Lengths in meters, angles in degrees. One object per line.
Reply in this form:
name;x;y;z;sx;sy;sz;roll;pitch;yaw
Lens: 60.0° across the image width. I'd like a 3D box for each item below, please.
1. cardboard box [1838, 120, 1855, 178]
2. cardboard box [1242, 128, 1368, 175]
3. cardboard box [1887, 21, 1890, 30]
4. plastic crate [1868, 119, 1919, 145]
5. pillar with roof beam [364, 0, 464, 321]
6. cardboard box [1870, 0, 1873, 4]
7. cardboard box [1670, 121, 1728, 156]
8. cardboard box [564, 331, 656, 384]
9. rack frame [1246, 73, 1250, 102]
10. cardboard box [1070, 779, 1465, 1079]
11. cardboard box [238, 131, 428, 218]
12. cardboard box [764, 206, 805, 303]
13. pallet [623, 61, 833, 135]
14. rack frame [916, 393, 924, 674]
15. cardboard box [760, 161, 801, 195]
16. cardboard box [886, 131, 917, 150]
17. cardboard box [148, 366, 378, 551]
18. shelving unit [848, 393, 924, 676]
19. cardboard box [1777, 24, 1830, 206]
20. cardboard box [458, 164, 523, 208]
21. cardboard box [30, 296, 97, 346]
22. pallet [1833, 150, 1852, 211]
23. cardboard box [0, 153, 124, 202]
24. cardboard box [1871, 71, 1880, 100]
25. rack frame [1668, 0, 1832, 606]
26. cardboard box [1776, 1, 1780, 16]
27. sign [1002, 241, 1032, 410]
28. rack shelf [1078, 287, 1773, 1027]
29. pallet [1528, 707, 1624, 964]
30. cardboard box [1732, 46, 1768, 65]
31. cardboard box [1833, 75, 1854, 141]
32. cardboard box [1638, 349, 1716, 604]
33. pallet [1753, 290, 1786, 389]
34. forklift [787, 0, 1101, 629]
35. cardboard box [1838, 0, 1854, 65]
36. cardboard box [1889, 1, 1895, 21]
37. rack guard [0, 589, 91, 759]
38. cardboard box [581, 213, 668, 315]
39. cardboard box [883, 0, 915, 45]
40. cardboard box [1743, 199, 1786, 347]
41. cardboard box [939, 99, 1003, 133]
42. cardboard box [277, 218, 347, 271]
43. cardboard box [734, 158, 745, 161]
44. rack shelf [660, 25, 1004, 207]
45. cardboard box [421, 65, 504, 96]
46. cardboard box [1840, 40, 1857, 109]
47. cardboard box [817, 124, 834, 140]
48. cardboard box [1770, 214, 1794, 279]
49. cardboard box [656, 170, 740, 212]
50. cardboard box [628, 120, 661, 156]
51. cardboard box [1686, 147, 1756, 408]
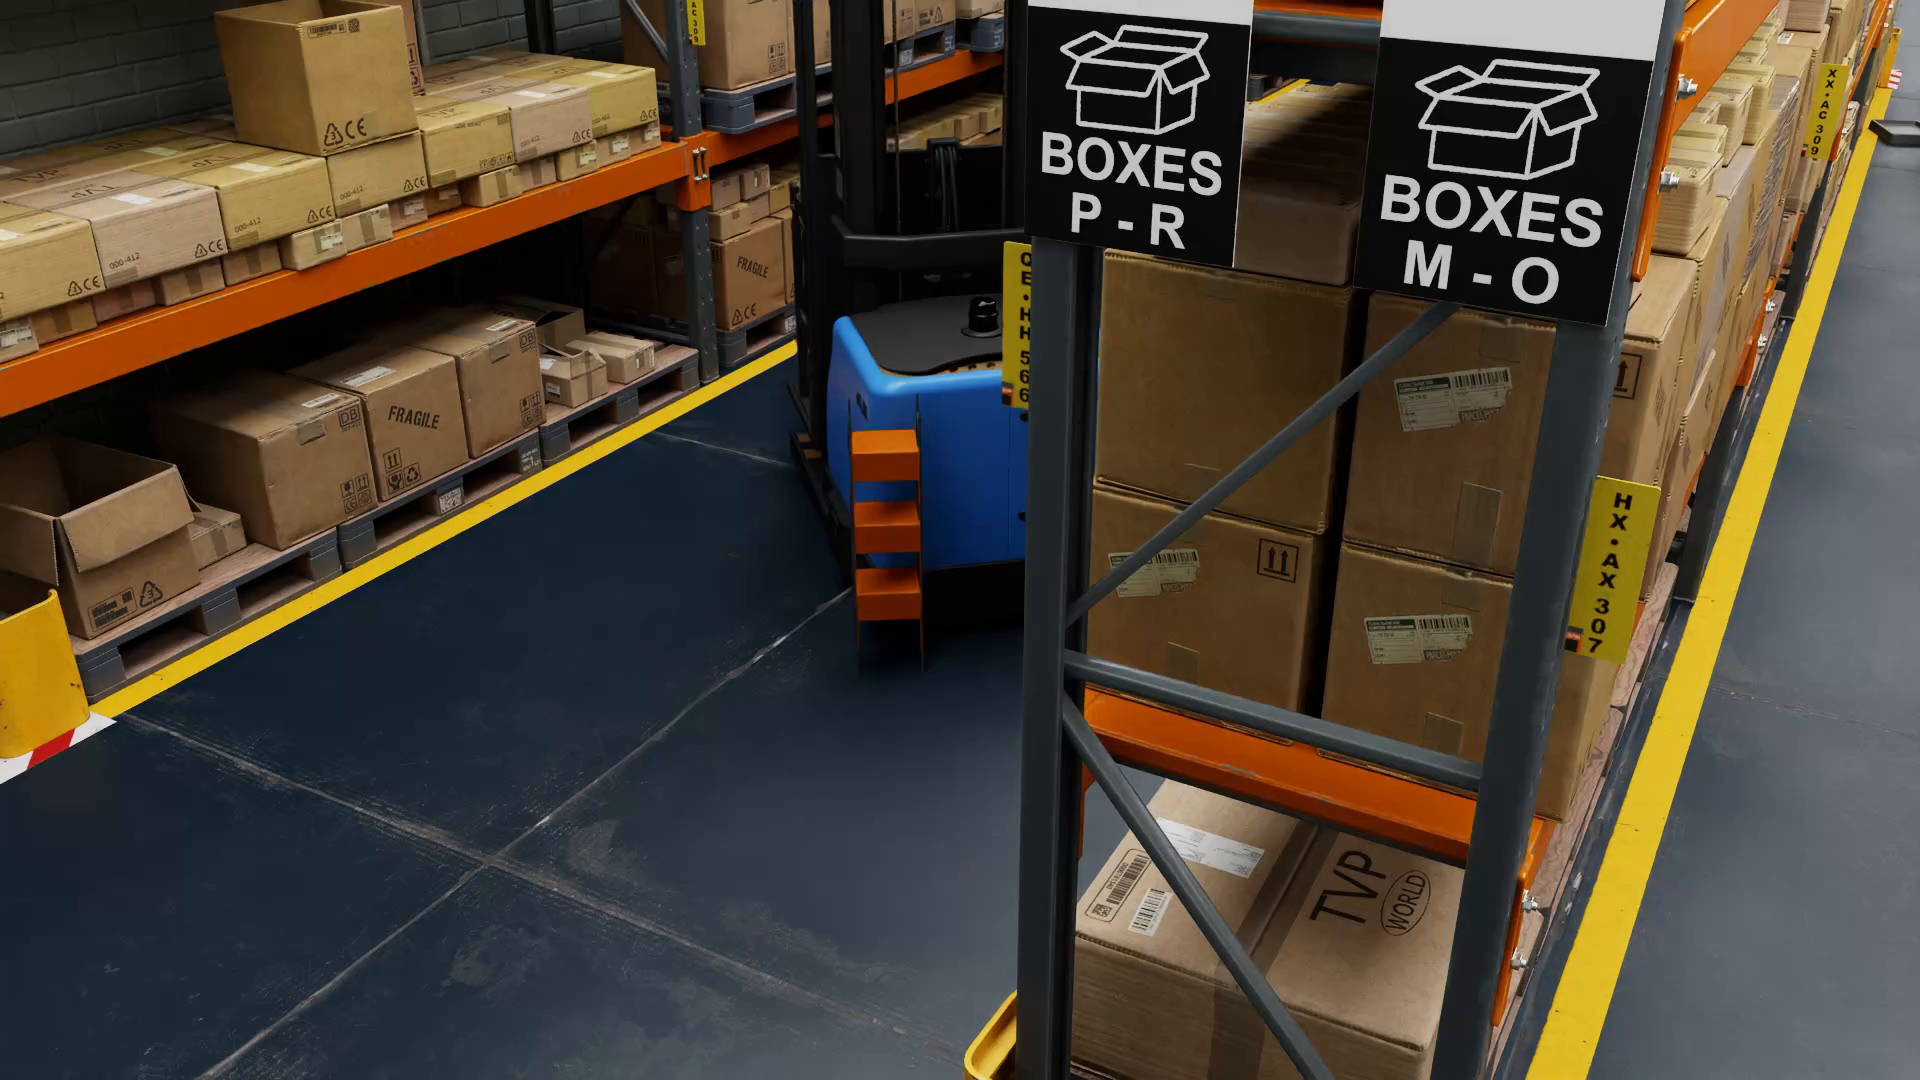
cardboard box;5.888;-2.853;12.065;0.950;0.372;0.625;16;31;29
cardboard box;0.698;-0.720;3.383;0.380;0.149;0.250;15;30;27
cardboard box;7.273;-4.001;13.657;0.500;0.500;0.500;16;31;28
plastic crate;7.981;-3.452;14.056;0.402;0.080;0.583;4;27;8
pillar with roof beam;0.857;-3.962;5.111;9.100;9.000;0.400;14;30;26
cardboard box;5.200;-3.462;9.901;0.500;0.500;0.500;16;31;29
cardboard box;1.415;-0.809;3.562;0.380;0.149;0.250;13;29;24
cardboard box;-1.783;-0.931;8.475;0.380;0.149;0.250;13;29;25
rack frame;2.171;-5.418;14.722;1.000;3.000;0.127;14;30;26
cardboard box;0.829;1.029;4.236;0.875;0.438;0.875;13;29;24
cardboard box;-2.547;-1.523;6.777;0.500;0.250;0.500;13;30;25
cardboard box;-1.077;-1.719;9.655;0.500;0.500;0.500;14;30;25
pallet;-1.276;-2.501;9.111;1.003;0.211;1.213;14;30;26
rack frame;-0.147;-0.011;6.100;0.008;1.050;0.200;-2;27;-4
cardboard box;-1.048;-2.078;9.650;0.380;0.149;0.250;14;30;25
cardboard box;-0.496;-2.460;10.412;0.380;0.149;0.250;13;29;24
cardboard box;-2.894;-0.353;6.928;0.700;0.500;0.500;16;31;28
shelving unit;-0.268;-0.007;6.091;0.252;1.050;0.215;-2;27;-4
cardboard box;2.567;-1.455;5.578;0.500;0.500;0.500;14;30;26
cardboard box;-2.171;-1.593;7.362;0.380;0.149;0.250;14;30;25
cardboard box;-3.247;-0.806;5.789;0.380;0.149;0.250;15;30;27
pallet;6.113;-2.775;12.559;1.003;0.211;1.213;14;30;26
cardboard box;-3.482;-1.245;6.222;0.500;0.250;0.500;14;30;26
cardboard box;7.785;-4.064;14.619;0.500;0.250;0.500;13;29;24
rack frame;2.559;-1.208;6.313;1.000;3.000;0.127;14;30;26
cardboard box;2.329;-1.626;5.194;0.380;0.149;0.250;14;30;26
sign;0.126;-0.398;3.136;0.100;0.325;0.005;14;30;26
rack shelf;1.575;-0.107;4.917;1.077;0.370;4.000;14;30;26
pallet;1.518;0.795;5.426;1.003;0.211;1.213;14;30;26
cardboard box;1.893;-1.217;4.376;0.380;0.149;0.250;14;30;26
cardboard box;4.266;-2.243;8.548;0.500;0.250;0.500;15;30;27
cardboard box;1.568;-0.216;4.218;0.500;0.500;0.500;14;30;26
pallet;4.073;-1.230;9.471;1.003;0.211;1.213;14;30;26
forklift;-0.188;-1.607;7.186;1.130;2.935;3.031;-7;27;-13
cardboard box;3.501;-2.208;7.080;0.500;0.500;0.500;13;30;25
cardboard box;7.385;-4.316;13.562;0.380;0.149;0.250;15;30;28
rack guard;-3.695;0.347;5.998;1.175;0.500;0.348;14;30;26
cardboard box;-1.780;-1.626;9.471;0.500;0.500;0.500;14;30;26
cardboard box;-0.691;-3.179;9.669;0.700;0.500;0.500;14;30;26
cardboard box;2.553;-1.016;5.817;0.500;0.500;0.500;14;30;27
cardboard box;0.074;-2.857;11.206;0.380;0.149;0.250;13;29;23
cardboard box;-2.654;-1.187;6.552;0.380;0.149;0.250;13;30;25
cardboard box;-1.494;-2.173;9.838;0.380;0.149;0.250;13;29;24
rack shelf;-0.780;-2.758;10.212;1.077;0.370;4.000;14;30;26
cardboard box;-2.484;-2.035;7.800;0.500;0.250;0.500;14;30;26
cardboard box;4.027;-2.274;8.051;0.500;0.250;0.500;13;30;25
cardboard box;-0.914;-2.569;10.629;0.380;0.149;0.250;14;30;26
cardboard box;3.005;-1.255;6.573;0.500;0.250;0.500;13;30;25
cardboard box;-1.409;-1.888;8.936;0.380;0.149;0.250;14;30;25
cardboard box;-1.701;-2.008;8.190;0.380;0.149;0.250;15;30;27
cardboard box;1.570;-0.671;4.010;0.500;0.500;0.500;14;30;26
